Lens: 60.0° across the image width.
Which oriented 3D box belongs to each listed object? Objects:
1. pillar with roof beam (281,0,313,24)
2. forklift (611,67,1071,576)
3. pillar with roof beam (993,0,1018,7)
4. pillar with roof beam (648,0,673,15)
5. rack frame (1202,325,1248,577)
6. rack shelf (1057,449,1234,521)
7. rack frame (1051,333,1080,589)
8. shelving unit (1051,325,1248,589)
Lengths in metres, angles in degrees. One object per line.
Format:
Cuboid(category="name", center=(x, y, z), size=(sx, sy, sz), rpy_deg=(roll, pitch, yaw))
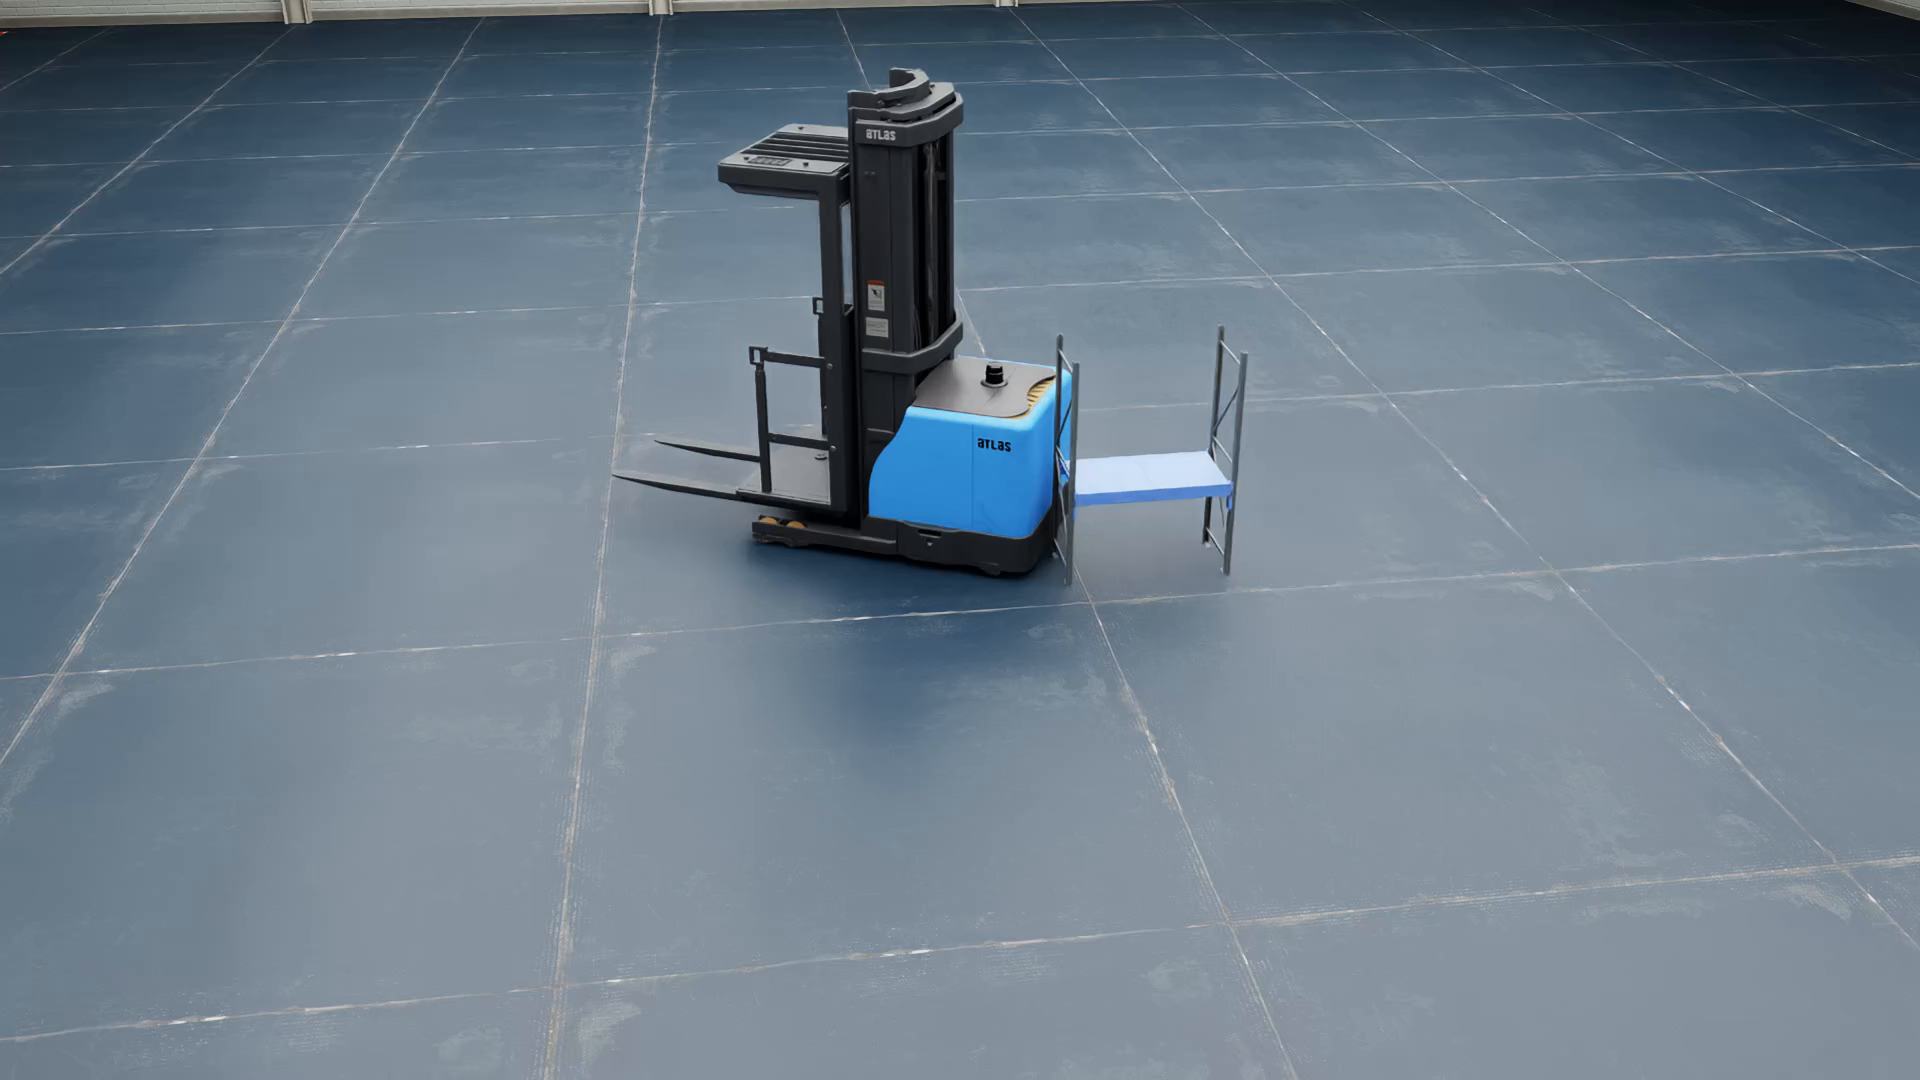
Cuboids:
Cuboid(category="pillar with roof beam", center=(-10.477, -10.737, 22.022), size=(0.400, 9.000, 9.100), rpy_deg=(-4, 27, -7))
Cuboid(category="forklift", center=(-0.839, -1.472, 10.610), size=(3.031, 2.935, 1.130), rpy_deg=(9, 28, 17))
Cuboid(category="pillar with roof beam", center=(1.406, -11.501, 23.509), size=(0.400, 9.000, 9.100), rpy_deg=(-4, 27, -7))
Cuboid(category="pillar with roof beam", center=(-4.536, -11.119, 22.765), size=(0.400, 9.000, 9.100), rpy_deg=(-4, 27, -7))
Cuboid(category="rack frame", center=(1.647, -0.548, 10.377), size=(0.032, 1.500, 0.500), rpy_deg=(-4, 27, -8))
Cuboid(category="rack shelf", center=(1.145, -0.351, 10.389), size=(1.000, 0.185, 0.538), rpy_deg=(-4, 27, -8))
Cuboid(category="rack frame", center=(0.643, -0.475, 10.236), size=(0.032, 1.500, 0.500), rpy_deg=(-4, 27, -8))
Cuboid(category="shelving unit", center=(1.145, -0.511, 10.306), size=(1.048, 1.500, 0.538), rpy_deg=(-4, 27, -8))
